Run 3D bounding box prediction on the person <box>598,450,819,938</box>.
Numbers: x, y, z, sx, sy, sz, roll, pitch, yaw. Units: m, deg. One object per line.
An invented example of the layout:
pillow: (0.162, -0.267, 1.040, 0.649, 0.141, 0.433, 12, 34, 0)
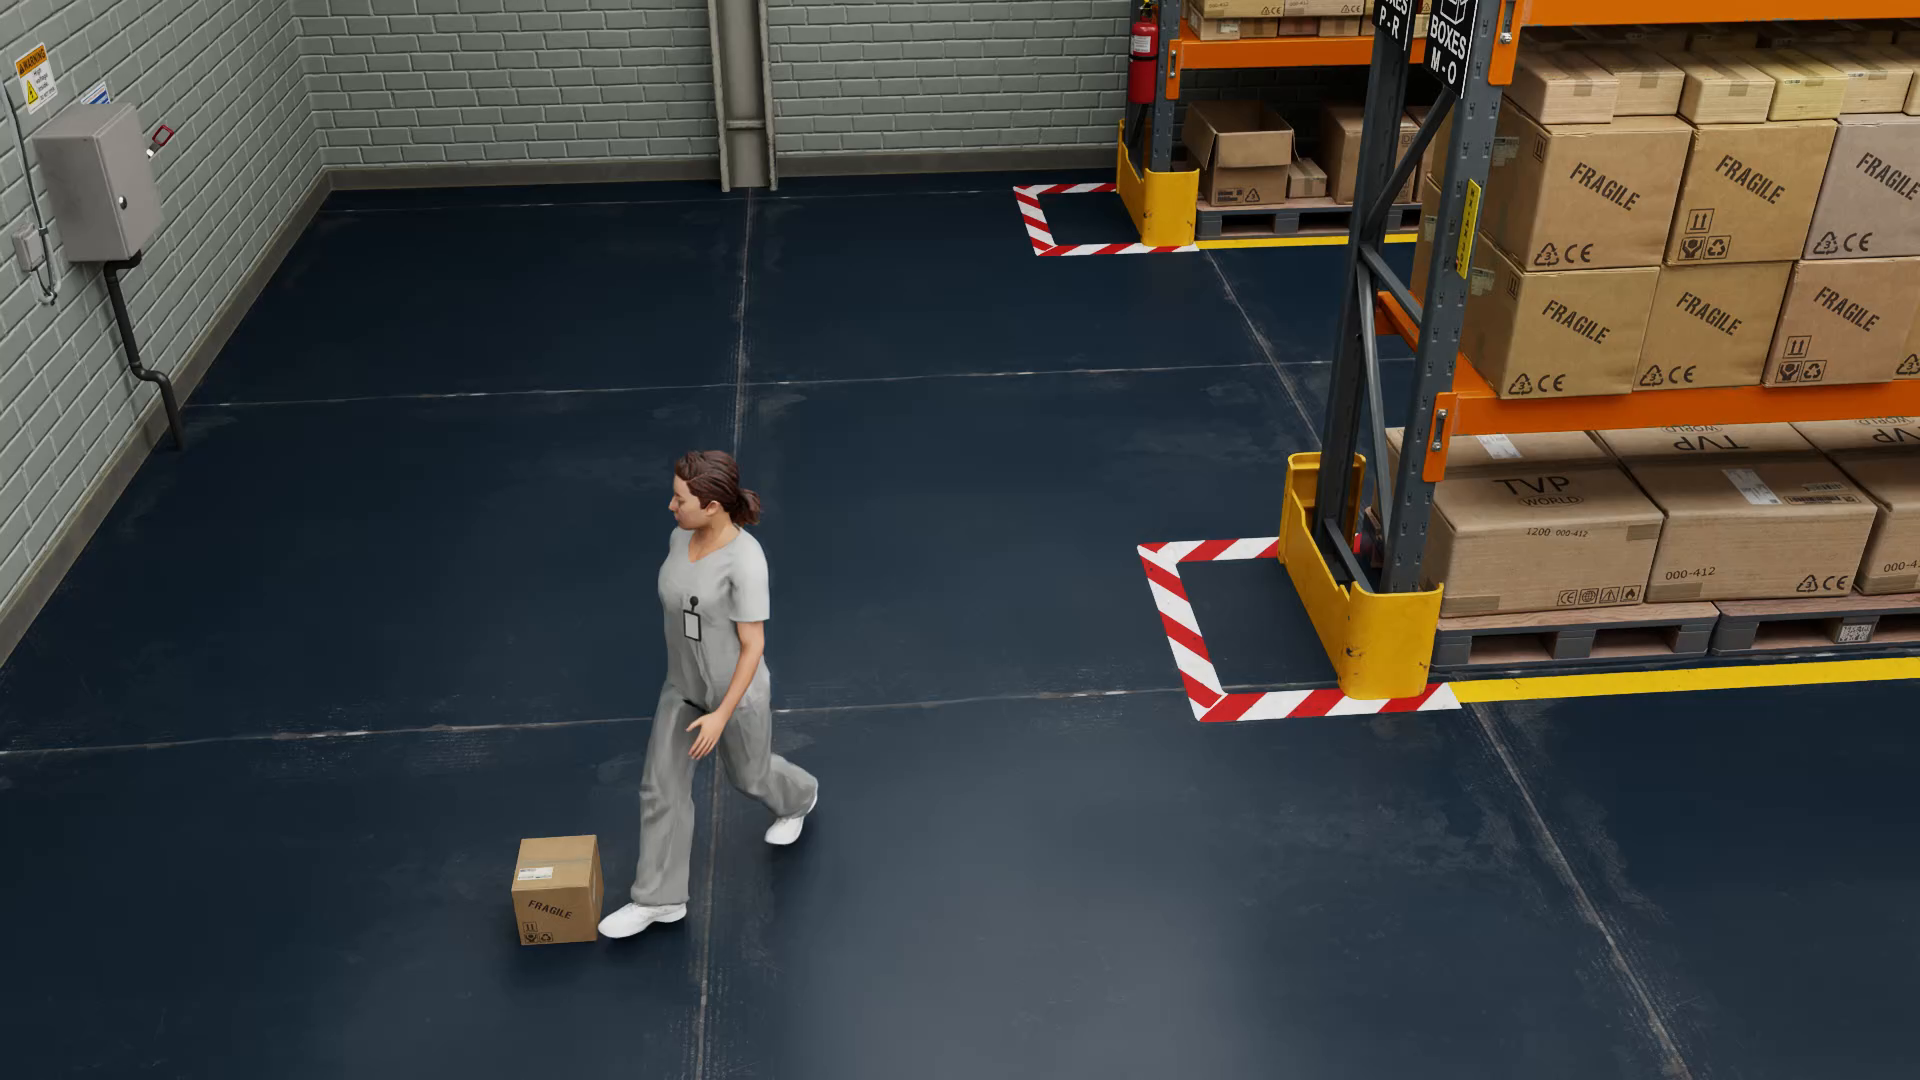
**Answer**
person: (-0.818, 0.487, 5.345, 0.487, 1.621, 0.944, 22, 38, 32)
